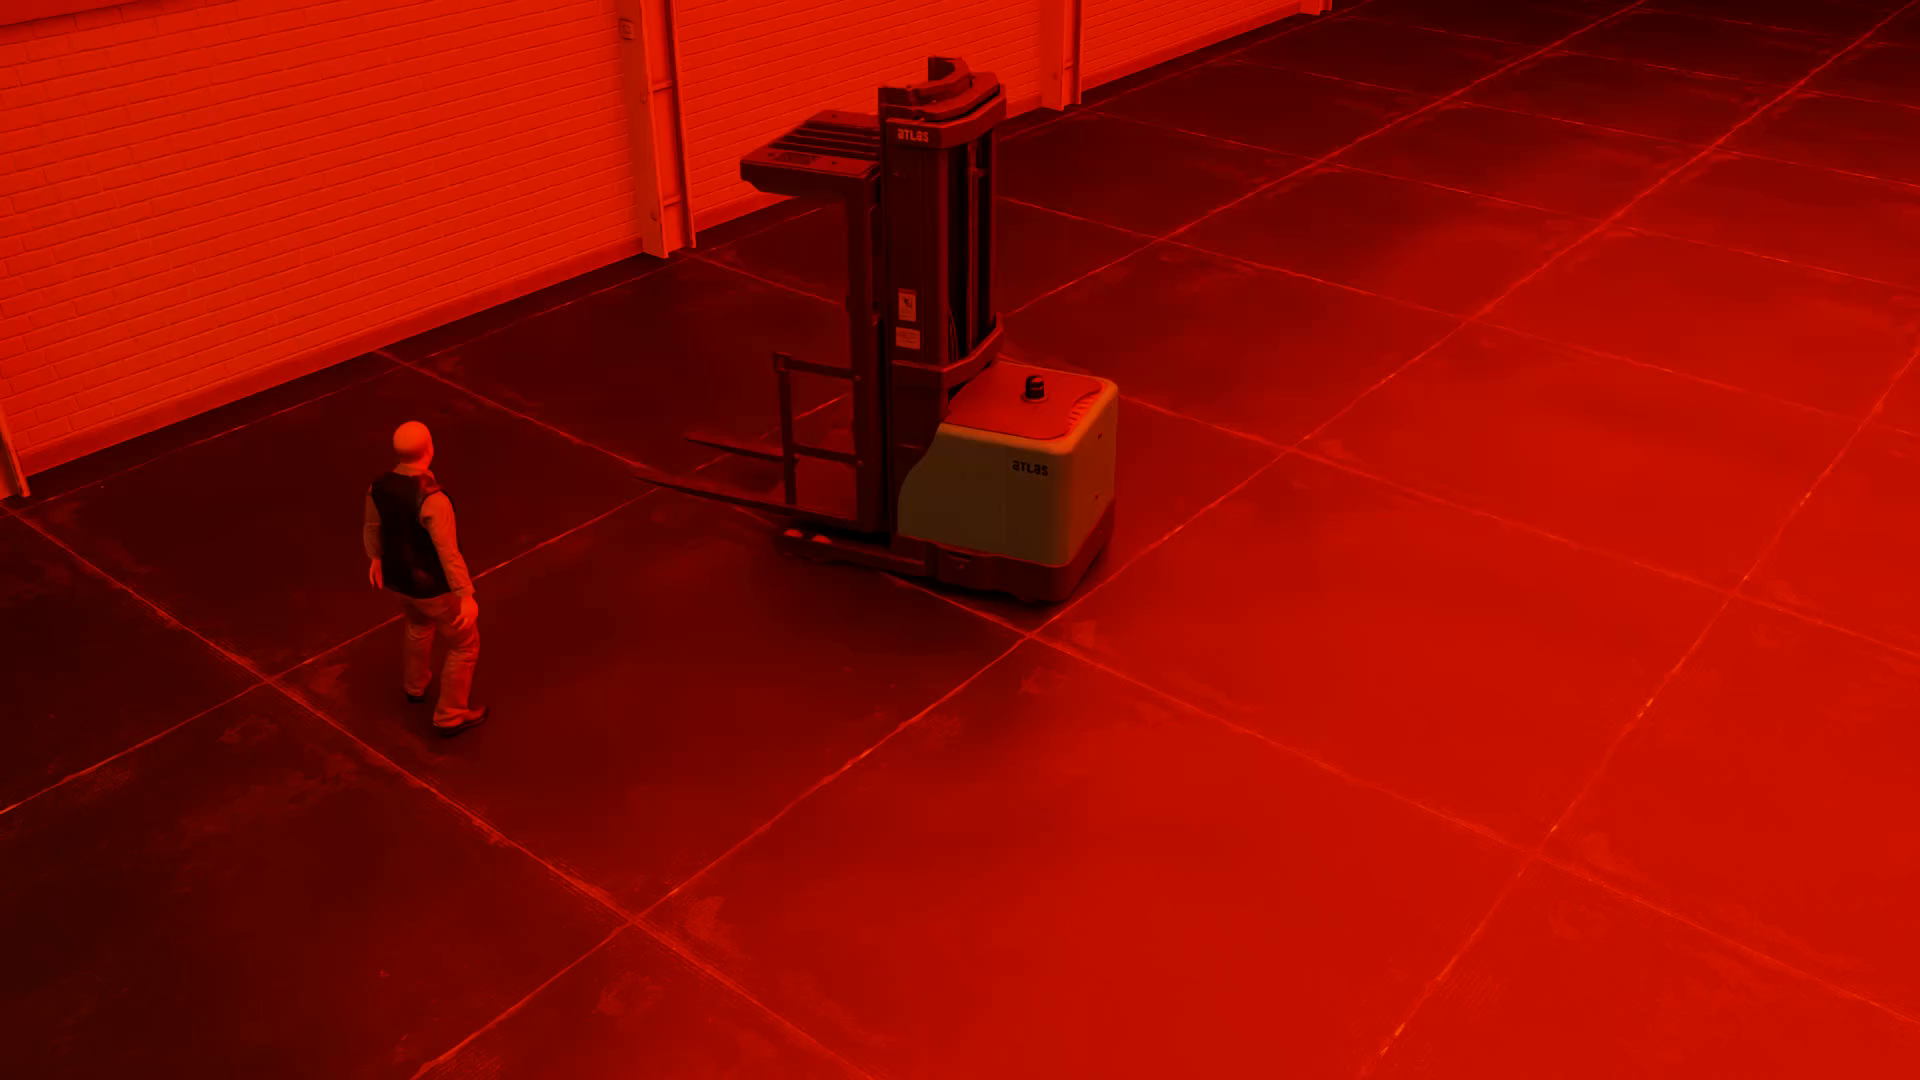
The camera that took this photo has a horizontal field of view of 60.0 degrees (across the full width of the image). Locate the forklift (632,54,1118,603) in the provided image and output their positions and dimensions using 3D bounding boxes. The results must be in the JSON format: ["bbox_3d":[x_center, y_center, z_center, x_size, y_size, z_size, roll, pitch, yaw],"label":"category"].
[{"bbox_3d":[-0.599,-1.360,9.922,3.031,2.935,1.130,12,32,19],"label":"forklift"}]

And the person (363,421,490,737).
[{"bbox_3d":[-2.736,0.196,8.495,0.840,1.693,0.386,18,35,27],"label":"person"}]
